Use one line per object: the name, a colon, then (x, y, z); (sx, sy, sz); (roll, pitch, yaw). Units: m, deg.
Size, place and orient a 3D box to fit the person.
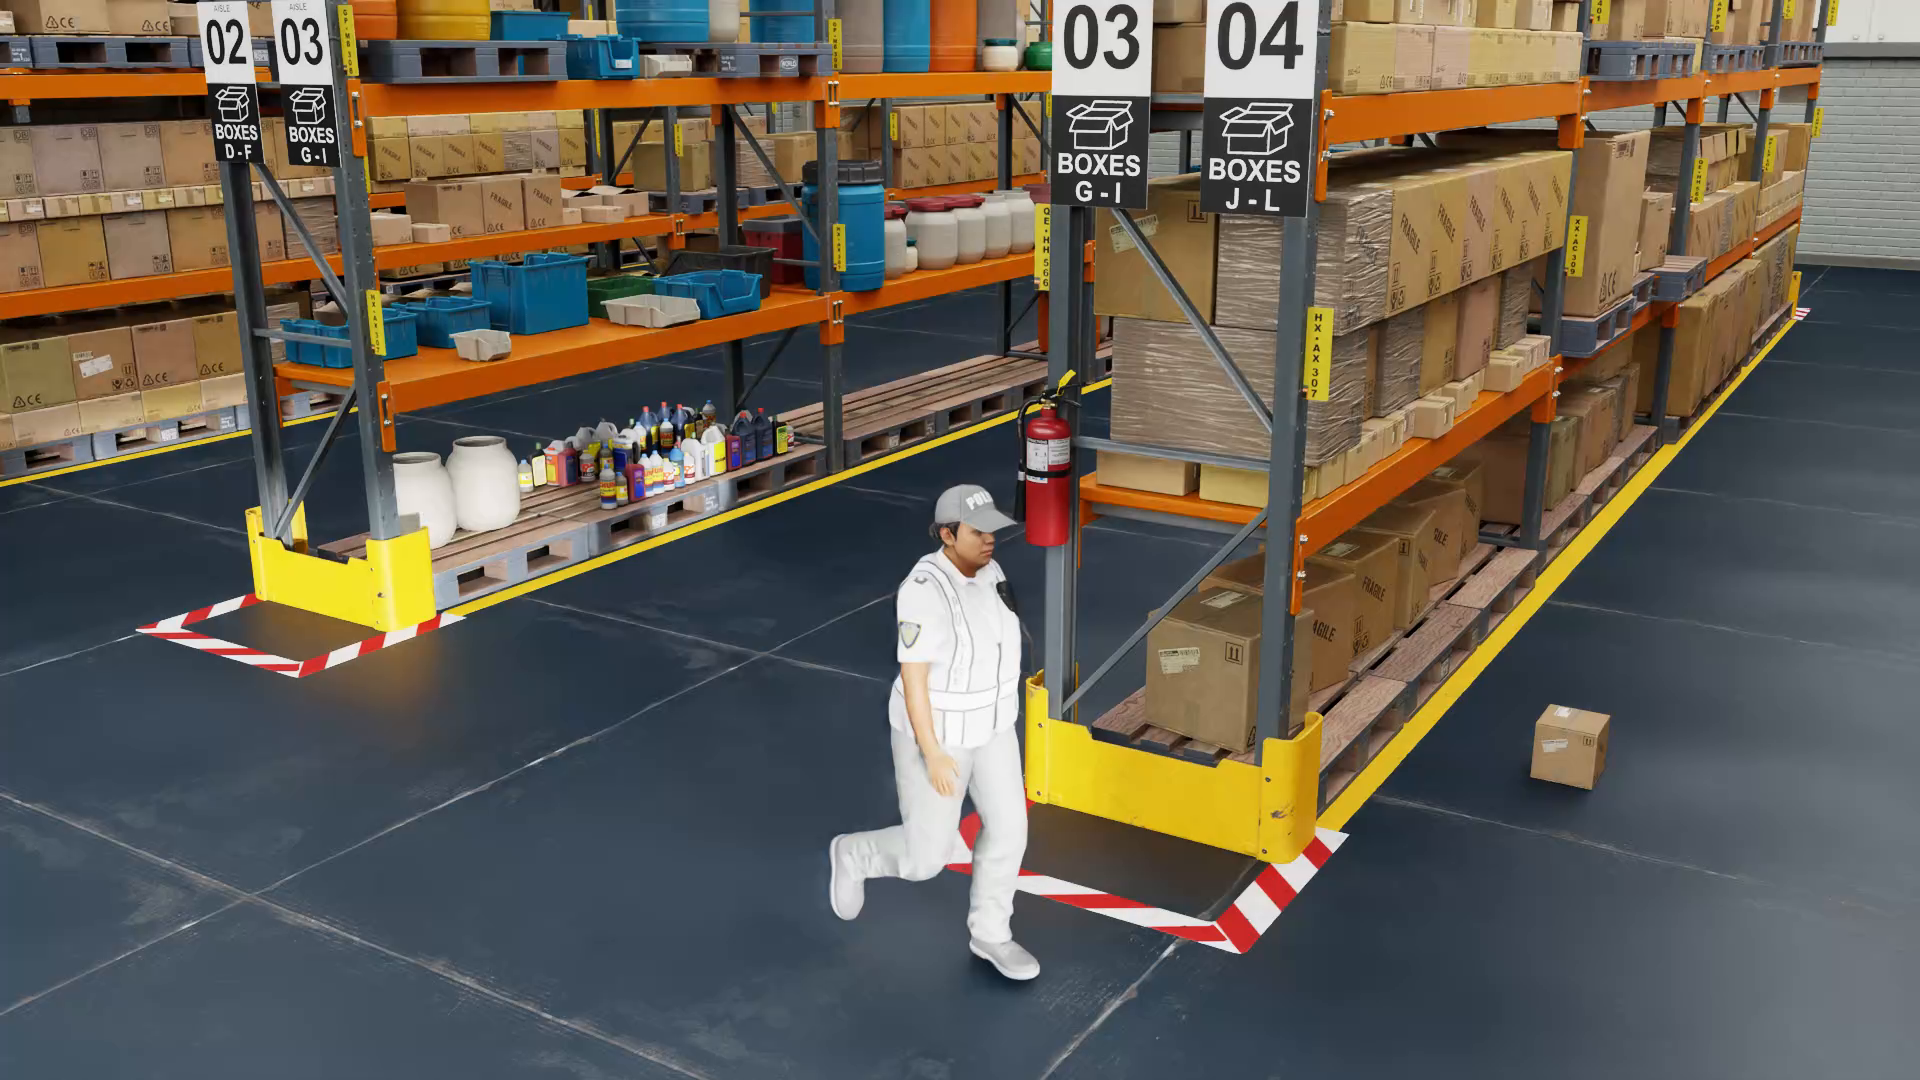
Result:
person: (-0.063, 0.600, 5.446); (0.761, 1.631, 0.503); (14, 21, 40)
